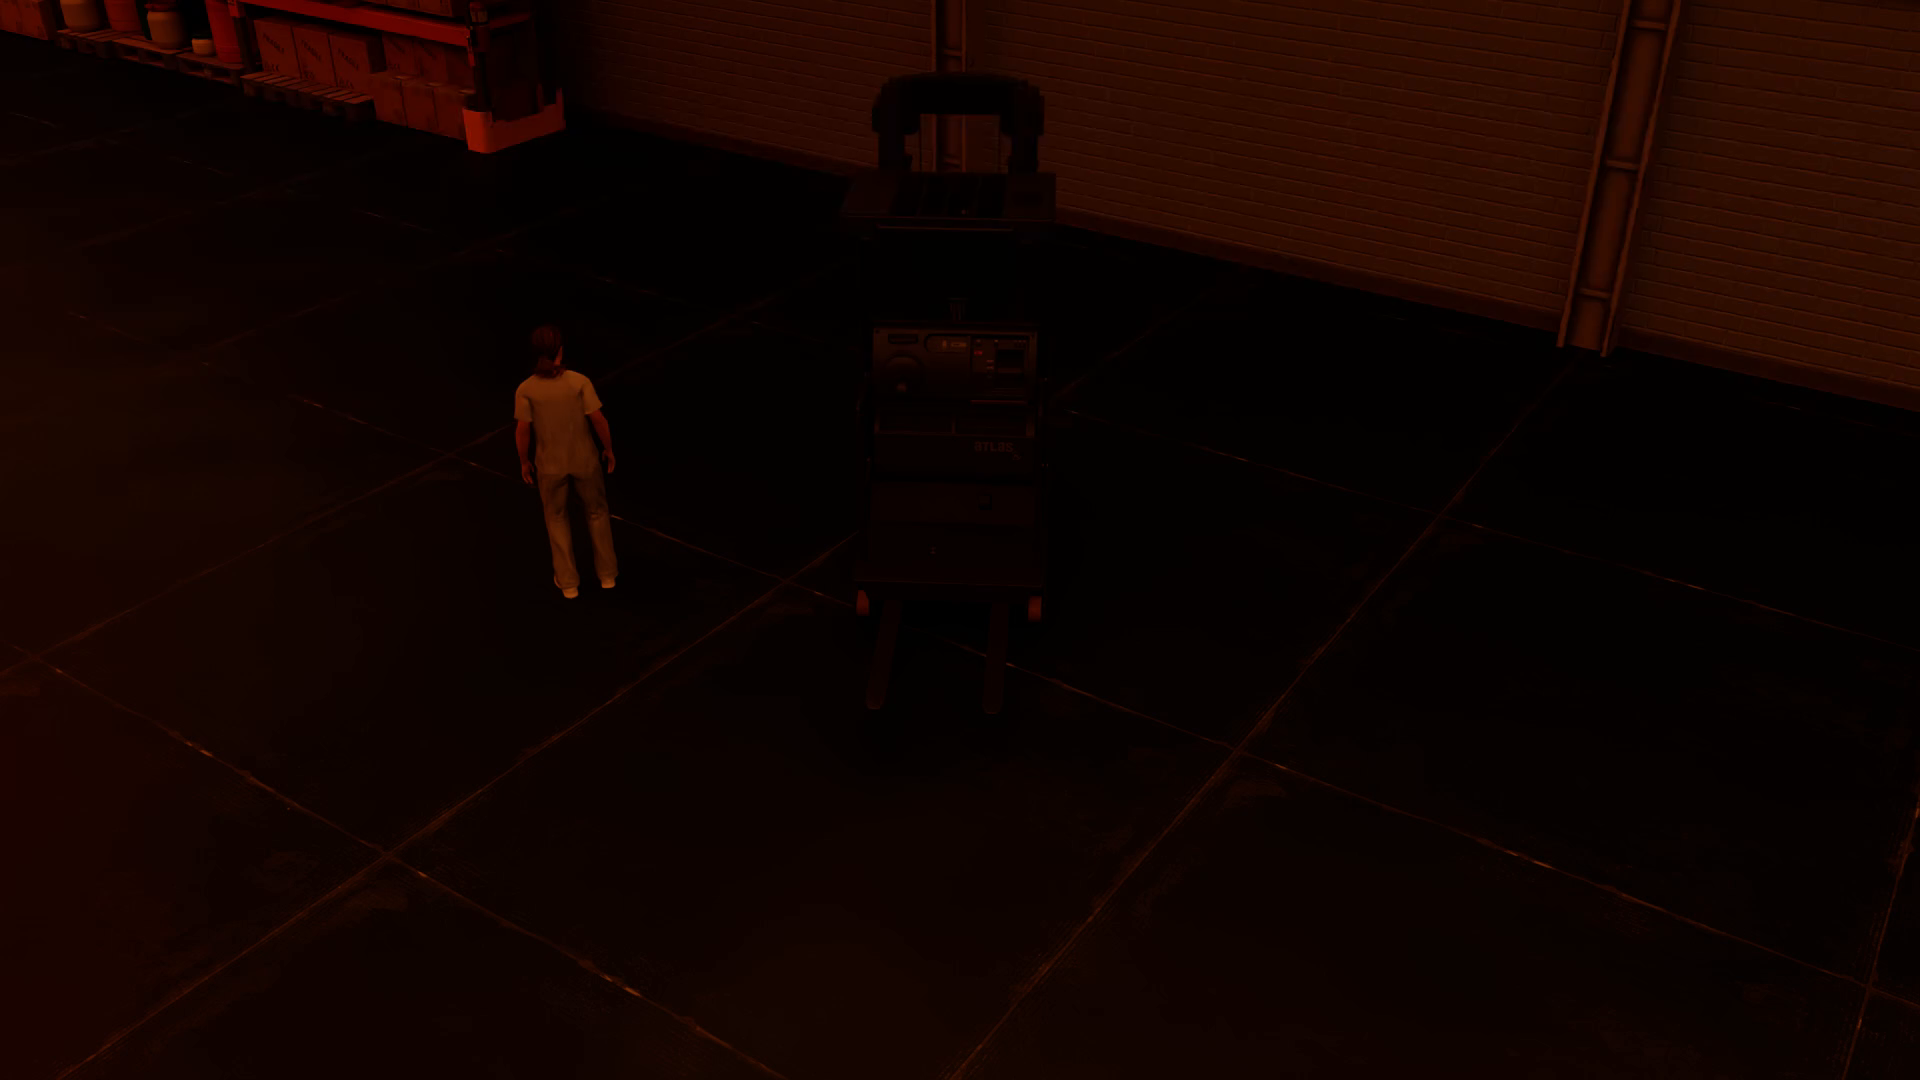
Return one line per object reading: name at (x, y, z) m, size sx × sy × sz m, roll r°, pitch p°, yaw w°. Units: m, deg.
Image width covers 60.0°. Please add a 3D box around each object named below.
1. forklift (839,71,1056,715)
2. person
forklift at (-0.042, -0.954, 9.224) m, size 1.130 × 2.935 × 3.031 m, roll 2°, pitch 30°, yaw 3°
person at (-2.273, -0.453, 9.625) m, size 0.540 × 1.664 × 0.387 m, roll -8°, pitch 31°, yaw -13°
